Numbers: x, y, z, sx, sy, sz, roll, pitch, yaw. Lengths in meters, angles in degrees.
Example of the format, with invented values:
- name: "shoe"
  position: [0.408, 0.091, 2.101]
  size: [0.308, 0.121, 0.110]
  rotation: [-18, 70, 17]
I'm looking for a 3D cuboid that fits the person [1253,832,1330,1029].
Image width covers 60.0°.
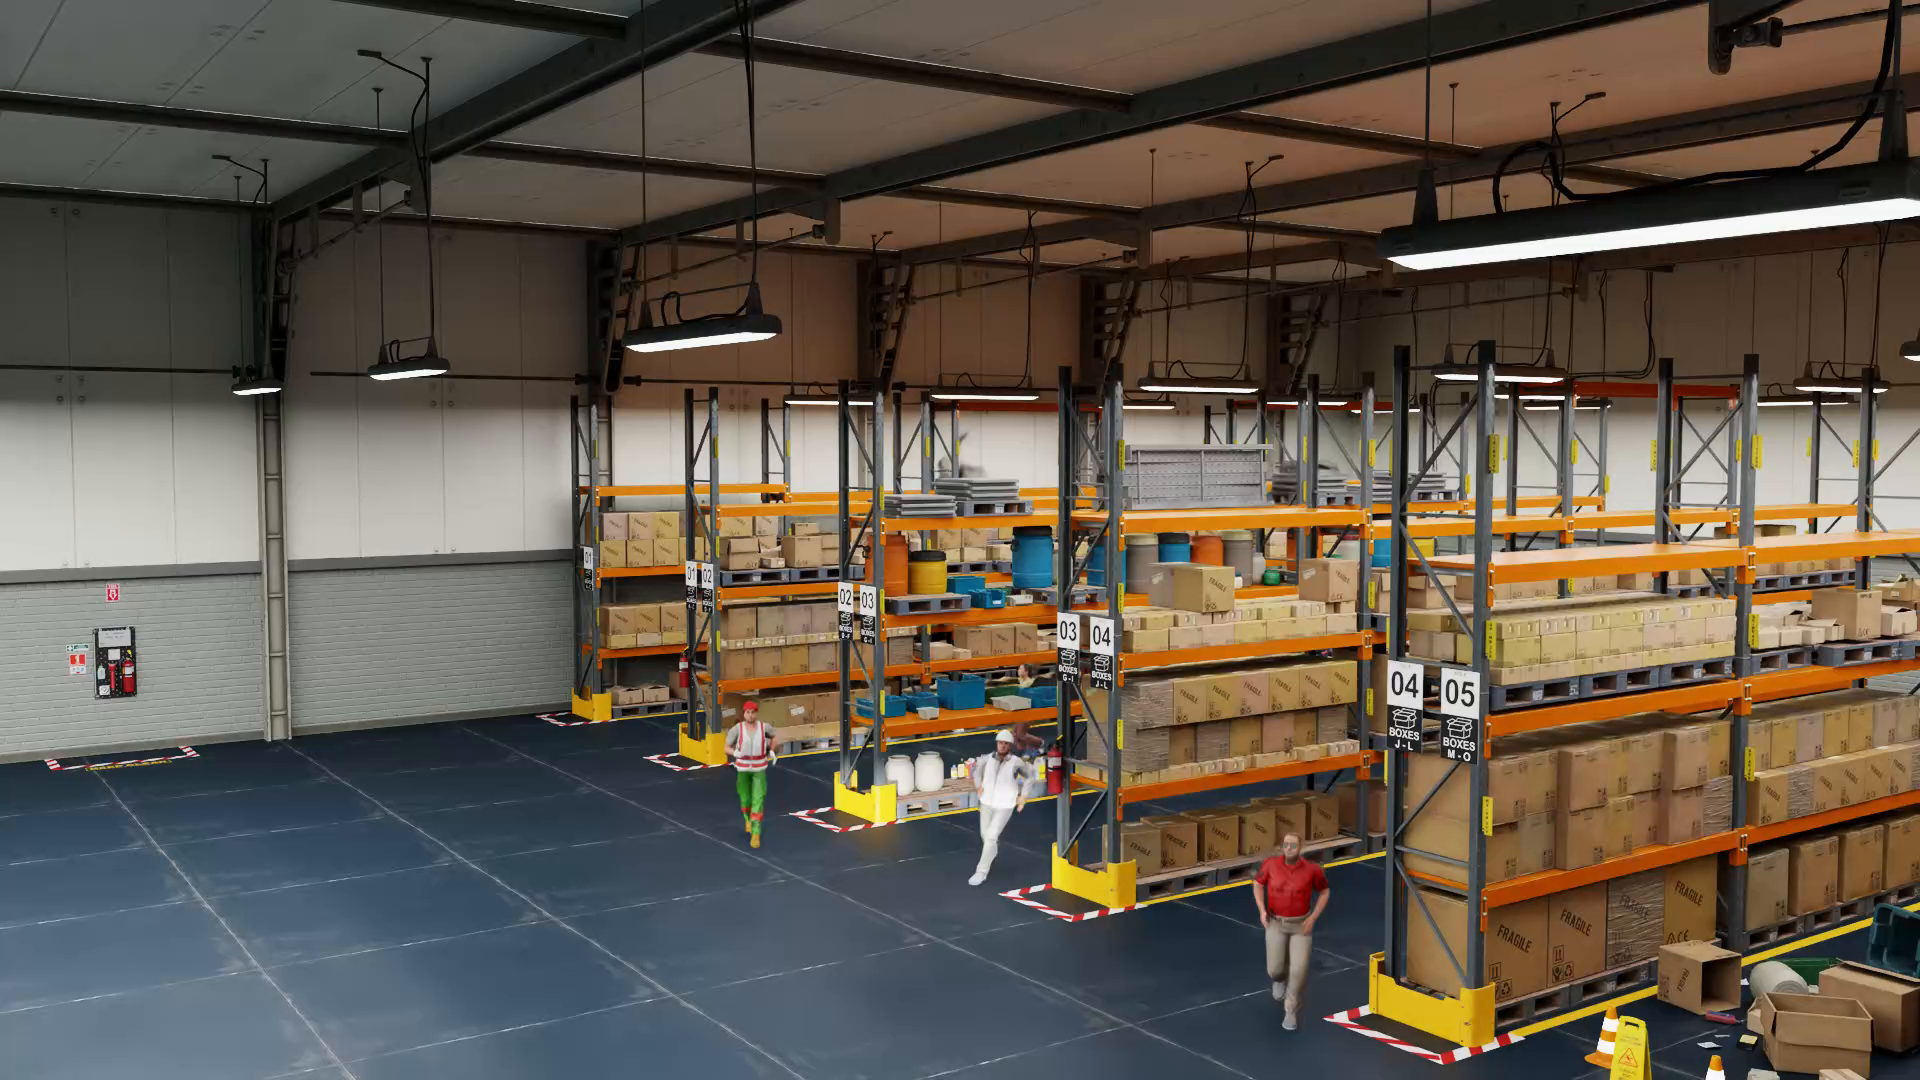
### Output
- name: "person"
  position: [2.959, 3.439, 14.859]
  size: [0.678, 1.721, 0.652]
  rotation: [1, 3, 10]

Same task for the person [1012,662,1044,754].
- name: "person"
  position: [1.085, 2.763, 26.474]
  size: [0.580, 1.642, 0.577]
  rotation: [-2, 4, -28]

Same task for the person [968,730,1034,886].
- name: "person"
  position: [0.445, 3.106, 19.521]
  size: [0.726, 1.750, 0.950]
  rotation: [2, 4, 26]

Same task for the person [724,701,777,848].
- name: "person"
  position: [-2.686, 2.959, 21.333]
  size: [0.668, 1.796, 0.977]
  rotation: [0, 3, -5]
